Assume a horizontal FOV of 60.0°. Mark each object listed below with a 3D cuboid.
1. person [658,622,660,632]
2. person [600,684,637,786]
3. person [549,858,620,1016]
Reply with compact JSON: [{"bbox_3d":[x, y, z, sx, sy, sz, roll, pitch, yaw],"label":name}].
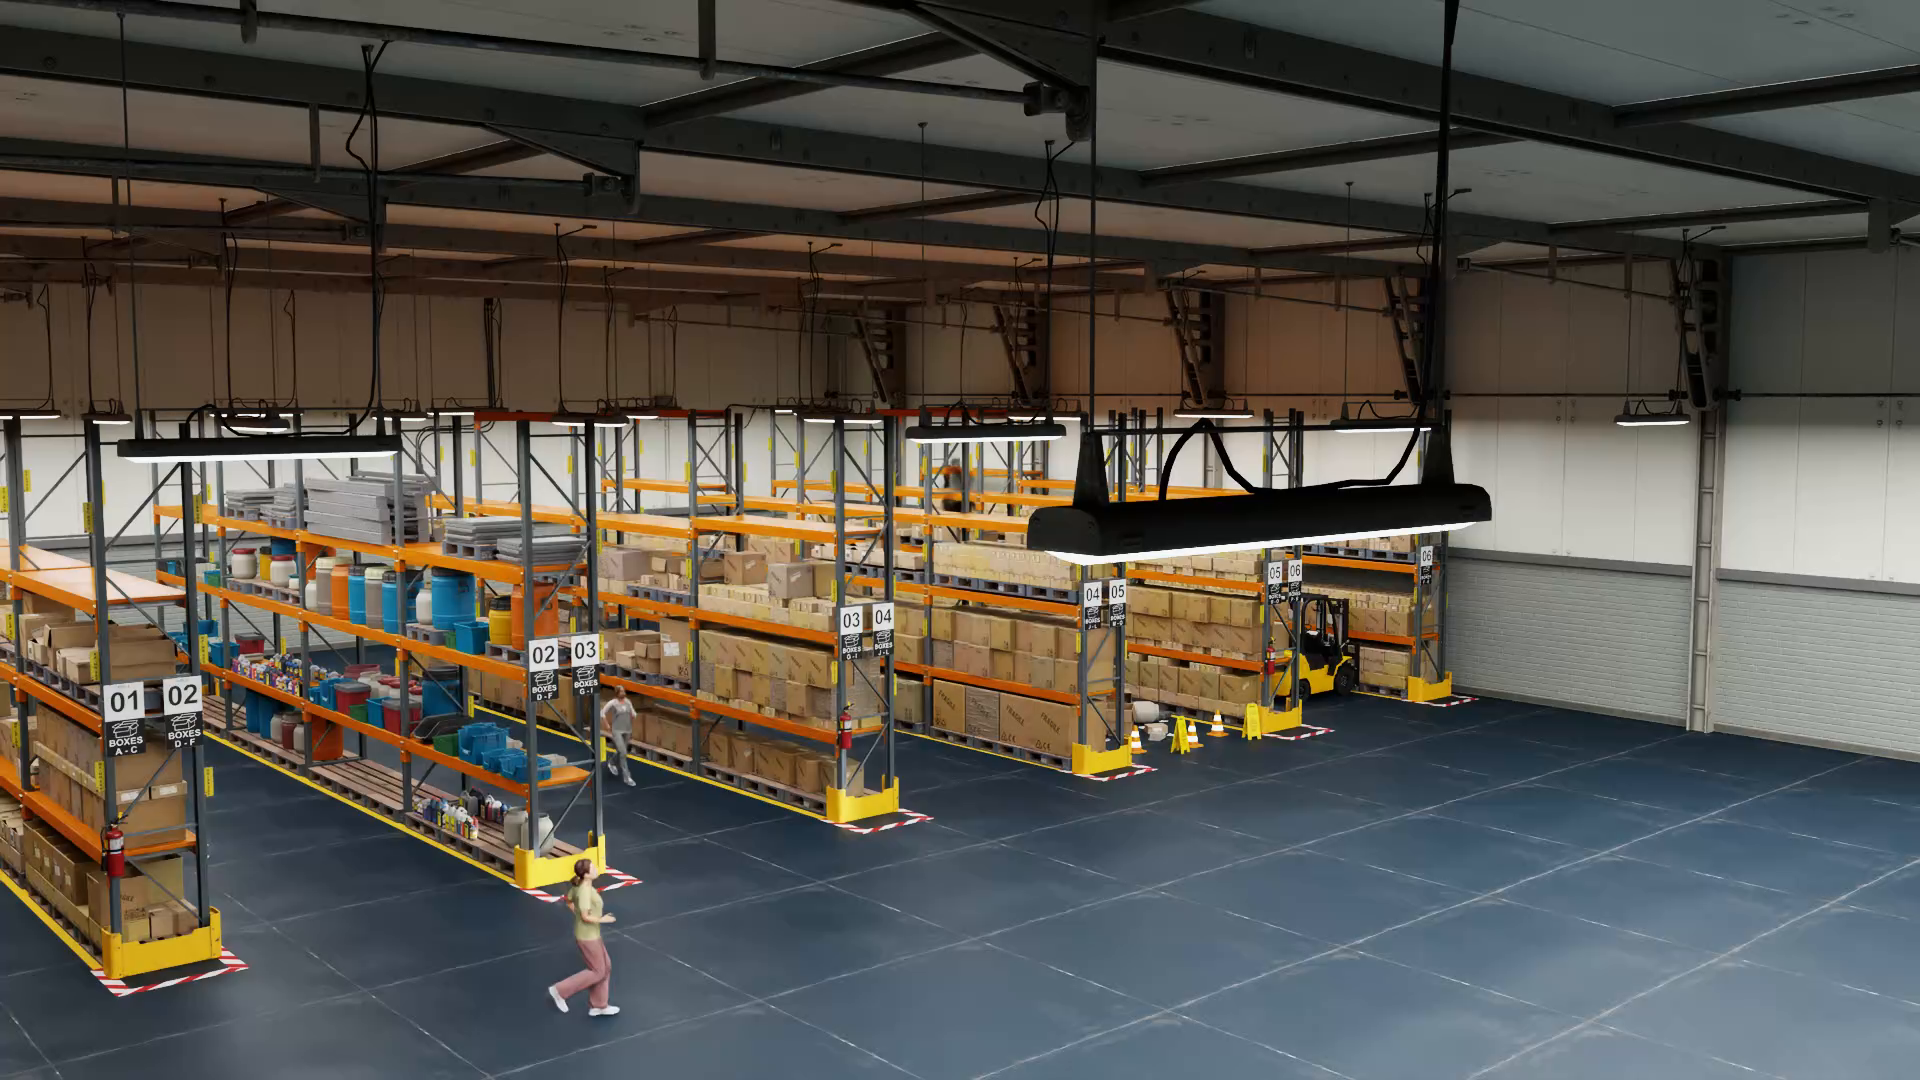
[{"bbox_3d":[-7.522,1.780,42.351,0.599,1.708,0.806,4,7,41],"label":"person"},{"bbox_3d":[-5.519,3.138,27.036,0.883,1.594,0.531,5,7,44],"label":"person"},{"bbox_3d":[-3.827,4.031,16.864,0.701,1.634,0.583,-2,5,-20],"label":"person"}]
